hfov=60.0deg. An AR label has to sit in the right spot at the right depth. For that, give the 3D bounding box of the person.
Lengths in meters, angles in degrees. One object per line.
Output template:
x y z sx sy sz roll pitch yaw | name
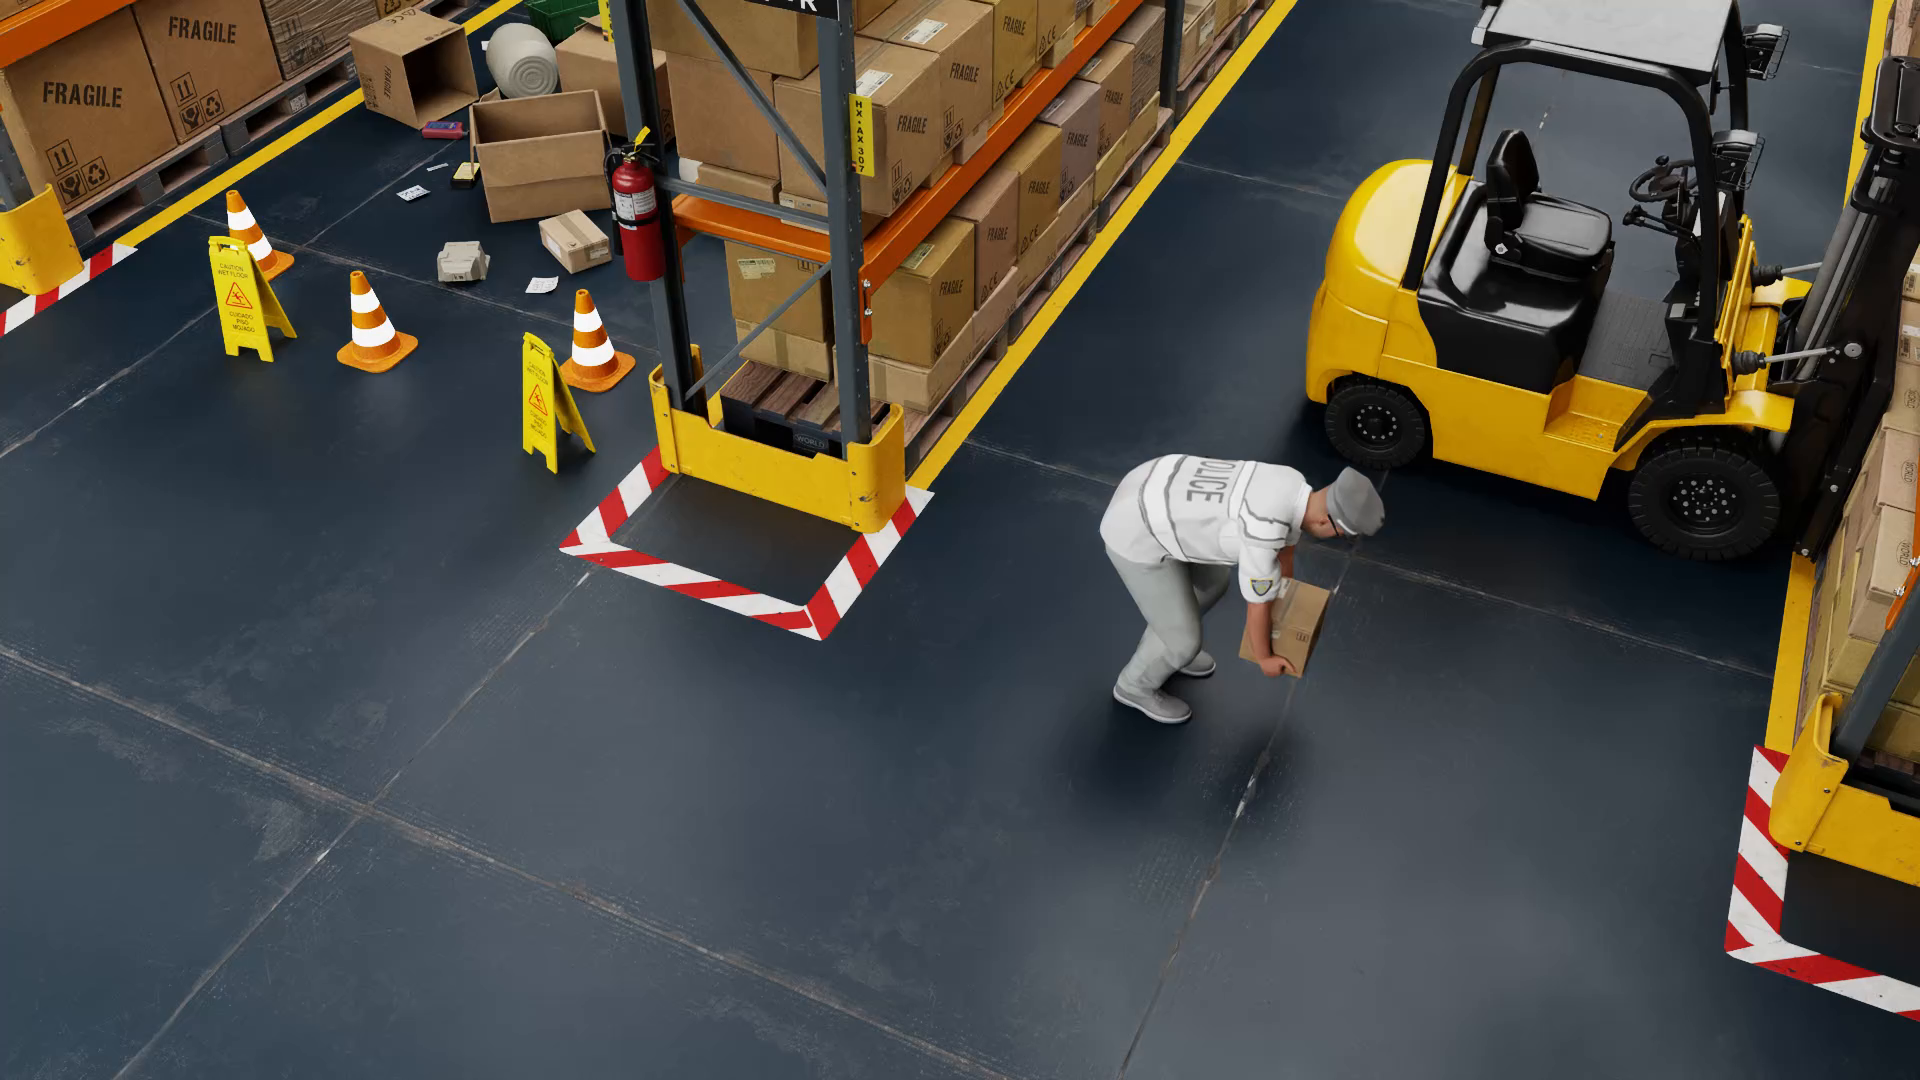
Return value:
1.028 0.175 6.331 1.013 1.260 0.506 16 44 17 | person
